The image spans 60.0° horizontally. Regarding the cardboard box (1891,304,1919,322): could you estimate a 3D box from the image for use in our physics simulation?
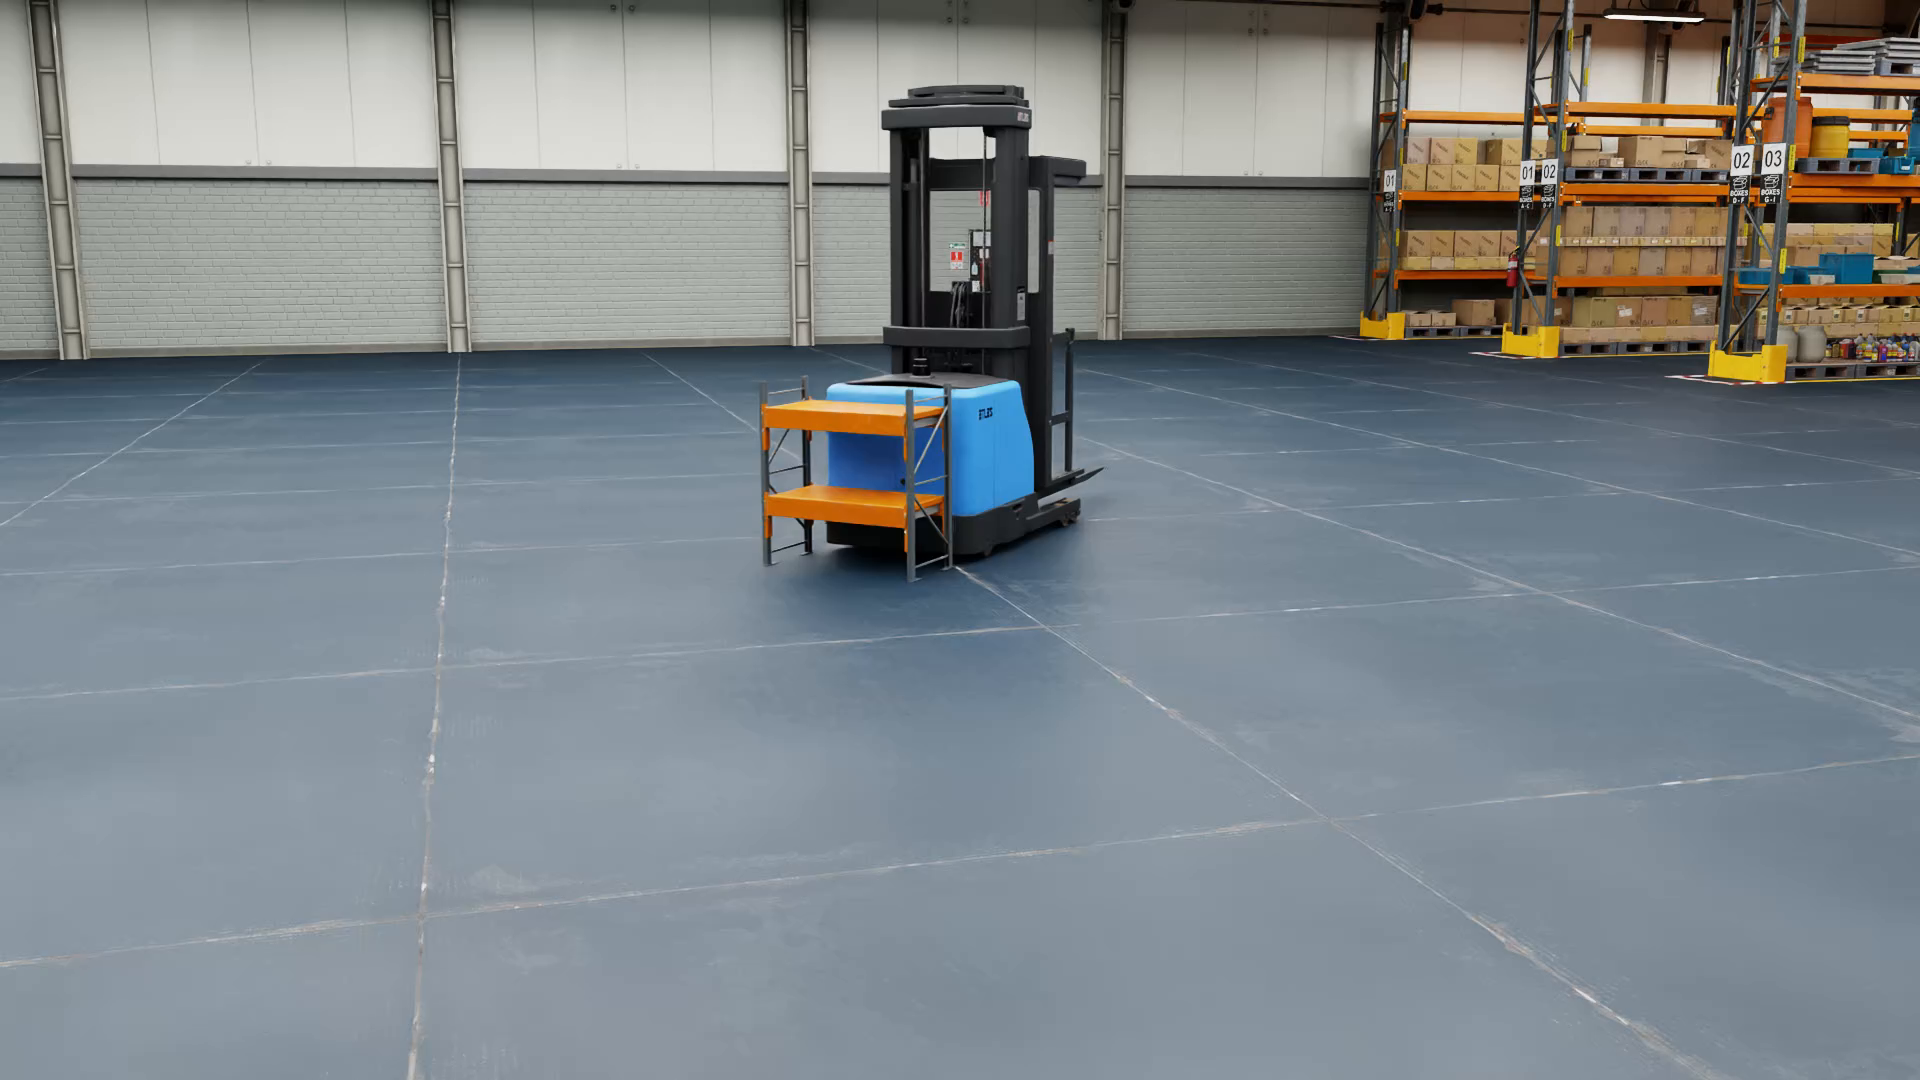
[{"bbox_3d":[16.848,-4.060,29.700,0.500,0.311,0.500,-3,11,-14],"label":"cardboard box"}]

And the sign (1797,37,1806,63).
[{"bbox_3d":[11.131,-6.485,21.994,0.005,0.325,0.100,-3,11,-16],"label":"sign"}]

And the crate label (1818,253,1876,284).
[{"bbox_3d":[12.673,-3.890,23.797,0.616,0.435,0.502,-3,11,-16],"label":"crate label"}]

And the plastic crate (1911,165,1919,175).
[{"bbox_3d":[13.394,-5.129,23.068,0.396,0.136,0.243,-3,11,-16],"label":"plastic crate"}]

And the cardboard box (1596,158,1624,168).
[{"bbox_3d":[10.780,-6.250,27.574,0.250,0.149,0.380,-3,11,-16],"label":"cardboard box"}]

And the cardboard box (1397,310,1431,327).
[{"bbox_3d":[8.902,-4.369,32.703,0.500,0.311,0.500,-4,11,-22],"label":"cardboard box"}]

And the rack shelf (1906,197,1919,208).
[{"bbox_3d":[19.202,-6.222,30.260,4.000,0.370,1.077,-3,11,-16],"label":"rack shelf"}]

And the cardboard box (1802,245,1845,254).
[{"bbox_3d":[15.170,-4.934,29.286,0.500,0.500,0.500,-3,11,-16],"label":"cardboard box"}]

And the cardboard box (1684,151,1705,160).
[{"bbox_3d":[12.366,-6.496,28.465,0.500,0.311,0.500,-4,11,-19],"label":"cardboard box"}]

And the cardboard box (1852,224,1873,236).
[{"bbox_3d":[18.864,-6.544,35.085,0.500,0.250,0.500,-3,11,-15],"label":"cardboard box"}]

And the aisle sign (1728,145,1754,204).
[{"bbox_3d":[10.830,-5.059,23.064,0.004,0.787,0.394,-3,11,-16],"label":"aisle sign"}]

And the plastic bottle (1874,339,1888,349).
[{"bbox_3d":[13.407,-2.788,24.213,0.135,0.276,0.152,-3,11,-16],"label":"plastic bottle"}]

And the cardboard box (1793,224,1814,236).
[{"bbox_3d":[17.396,-6.466,34.658,0.500,0.250,0.500,-3,11,-16],"label":"cardboard box"}]

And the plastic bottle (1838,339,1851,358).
[{"bbox_3d":[12.872,-2.787,24.208,0.135,0.276,0.152,-3,11,-16],"label":"plastic bottle"}]

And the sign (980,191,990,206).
[{"bbox_3d":[0.463,-6.376,30.992,0.199,0.298,0.001,-3,11,-16],"label":"sign"}]

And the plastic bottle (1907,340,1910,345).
[{"bbox_3d":[13.603,-2.718,23.813,0.133,0.283,0.061,-3,11,-16],"label":"plastic bottle"}]

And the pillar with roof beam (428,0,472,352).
[{"bbox_3d":[-7.436,-6.932,23.847,0.400,9.000,9.100,-3,11,-16],"label":"pillar with roof beam"}]

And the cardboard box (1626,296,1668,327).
[{"bbox_3d":[11.619,-3.881,28.207,0.500,0.500,0.500,-3,11,-16],"label":"cardboard box"}]

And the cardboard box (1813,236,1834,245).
[{"bbox_3d":[17.912,-6.123,34.868,0.500,0.500,0.500,-3,11,-14],"label":"cardboard box"}]

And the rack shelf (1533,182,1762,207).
[{"bbox_3d":[11.521,-5.817,28.060,4.000,0.370,1.077,-3,11,-16],"label":"rack shelf"}]

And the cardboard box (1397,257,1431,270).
[{"bbox_3d":[8.770,-5.361,32.240,0.500,0.250,0.500,-3,11,-18],"label":"cardboard box"}]

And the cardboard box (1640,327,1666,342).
[{"bbox_3d":[11.618,-3.513,28.276,0.500,0.250,0.500,-3,11,-16],"label":"cardboard box"}]

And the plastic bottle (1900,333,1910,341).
[{"bbox_3d":[13.931,-2.880,24.508,0.185,0.351,0.144,-3,11,-14],"label":"plastic bottle"}]

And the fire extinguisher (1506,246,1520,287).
[{"bbox_3d":[9.357,-4.631,28.130,0.183,0.674,0.296,-3,11,-16],"label":"fire extinguisher"}]

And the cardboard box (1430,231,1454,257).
[{"bbox_3d":[9.232,-5.755,32.311,0.500,0.500,0.500,-3,11,-16],"label":"cardboard box"}]

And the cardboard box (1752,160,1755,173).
[{"bbox_3d":[14.036,-6.434,28.681,0.500,0.250,0.500,-2,11,-10],"label":"cardboard box"}]

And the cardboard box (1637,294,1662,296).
[{"bbox_3d":[11.948,-4.000,28.853,0.500,0.500,0.500,-3,11,-16],"label":"cardboard box"}]

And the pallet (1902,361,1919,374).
[{"bbox_3d":[14.166,-2.537,24.245,1.213,0.211,1.003,-3,11,-16],"label":"pallet"}]

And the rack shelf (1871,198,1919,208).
[{"bbox_3d":[21.655,-7.285,36.036,4.000,0.370,1.077,-3,11,-16],"label":"rack shelf"}]

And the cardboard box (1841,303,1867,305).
[{"bbox_3d":[16.195,-4.126,30.057,0.500,0.311,0.500,-3,11,-17],"label":"cardboard box"}]

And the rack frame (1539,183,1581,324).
[{"bbox_3d":[12.053,-5.658,33.493,0.127,3.000,1.000,-3,11,-16],"label":"rack frame"}]

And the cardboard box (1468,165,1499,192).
[{"bbox_3d":[10.135,-7.042,32.395,0.500,0.500,0.500,-2,11,-12],"label":"cardboard box"}]

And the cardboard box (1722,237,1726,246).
[{"bbox_3d":[13.002,-5.102,28.406,0.250,0.149,0.380,-3,11,-17],"label":"cardboard box"}]

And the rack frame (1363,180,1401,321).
[{"bbox_3d":[8.213,-5.455,32.394,0.127,3.000,1.000,-3,11,-16],"label":"rack frame"}]

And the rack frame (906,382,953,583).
[{"bbox_3d":[-0.178,-0.346,9.808,0.032,1.125,0.500,6,12,28],"label":"rack frame"}]

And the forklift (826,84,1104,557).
[{"bbox_3d":[0.203,-1.564,11.448,1.130,2.935,3.031,5,11,23],"label":"forklift"}]

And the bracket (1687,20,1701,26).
[{"bbox_3d":[14.901,-10.625,33.962,0.430,0.232,0.235,-3,11,-16],"label":"bracket"}]

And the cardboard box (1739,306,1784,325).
[{"bbox_3d":[13.908,-3.904,28.855,0.500,0.311,0.500,-3,11,-16],"label":"cardboard box"}]

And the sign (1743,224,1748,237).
[{"bbox_3d":[16.054,-6.297,33.985,0.005,0.325,0.100,-3,11,-16],"label":"sign"}]

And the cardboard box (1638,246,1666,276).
[{"bbox_3d":[11.538,-4.744,28.252,0.500,0.500,0.700,-3,11,-14],"label":"cardboard box"}]

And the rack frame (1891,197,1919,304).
[{"bbox_3d":[17.282,-4.999,29.916,0.127,3.000,1.000,-3,11,-16],"label":"rack frame"}]

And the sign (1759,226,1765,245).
[{"bbox_3d":[13.598,-5.165,28.207,0.005,0.325,0.100,-3,11,-16],"label":"sign"}]

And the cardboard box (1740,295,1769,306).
[{"bbox_3d":[16.636,-5.024,34.828,0.750,0.750,0.750,-3,11,-17],"label":"cardboard box"}]

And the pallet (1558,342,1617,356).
[{"bbox_3d":[10.323,-3.269,28.219,1.213,0.211,1.003,-3,11,-16],"label":"pallet"}]

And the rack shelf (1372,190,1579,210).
[{"bbox_3d":[10.133,-6.678,32.737,4.000,0.370,1.077,-3,11,-16],"label":"rack shelf"}]

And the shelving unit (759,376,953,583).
[{"bbox_3d":[-0.626,-0.390,10.045,1.048,1.125,0.538,6,12,28],"label":"shelving unit"}]

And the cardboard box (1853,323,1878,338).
[{"bbox_3d":[15.867,-3.733,29.472,0.500,0.250,0.500,-3,11,-15],"label":"cardboard box"}]

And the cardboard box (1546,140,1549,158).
[{"bbox_3d":[11.648,-7.611,32.727,0.500,0.500,0.500,-4,11,-21],"label":"cardboard box"}]

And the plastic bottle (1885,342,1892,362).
[{"bbox_3d":[13.139,-2.662,23.544,0.097,0.271,0.097,0,10,0],"label":"plastic bottle"}]

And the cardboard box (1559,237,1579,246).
[{"bbox_3d":[10.038,-4.945,27.554,0.250,0.149,0.380,-3,11,-16],"label":"cardboard box"}]

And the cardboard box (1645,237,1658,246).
[{"bbox_3d":[11.514,-5.022,27.976,0.250,0.149,0.380,-3,11,-15],"label":"cardboard box"}]

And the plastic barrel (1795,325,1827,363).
[{"bbox_3d":[12.073,-2.788,23.617,0.421,0.512,0.421,0,10,0],"label":"plastic barrel"}]

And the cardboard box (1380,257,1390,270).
[{"bbox_3d":[8.607,-5.449,32.717,0.500,0.250,0.500,-3,11,-15],"label":"cardboard box"}]

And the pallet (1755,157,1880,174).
[{"bbox_3d":[11.803,-5.140,22.919,1.213,0.211,1.003,-3,11,-16],"label":"pallet"}]

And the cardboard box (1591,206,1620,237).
[{"bbox_3d":[10.607,-5.333,27.871,0.500,0.500,0.700,-3,11,-17],"label":"cardboard box"}]
